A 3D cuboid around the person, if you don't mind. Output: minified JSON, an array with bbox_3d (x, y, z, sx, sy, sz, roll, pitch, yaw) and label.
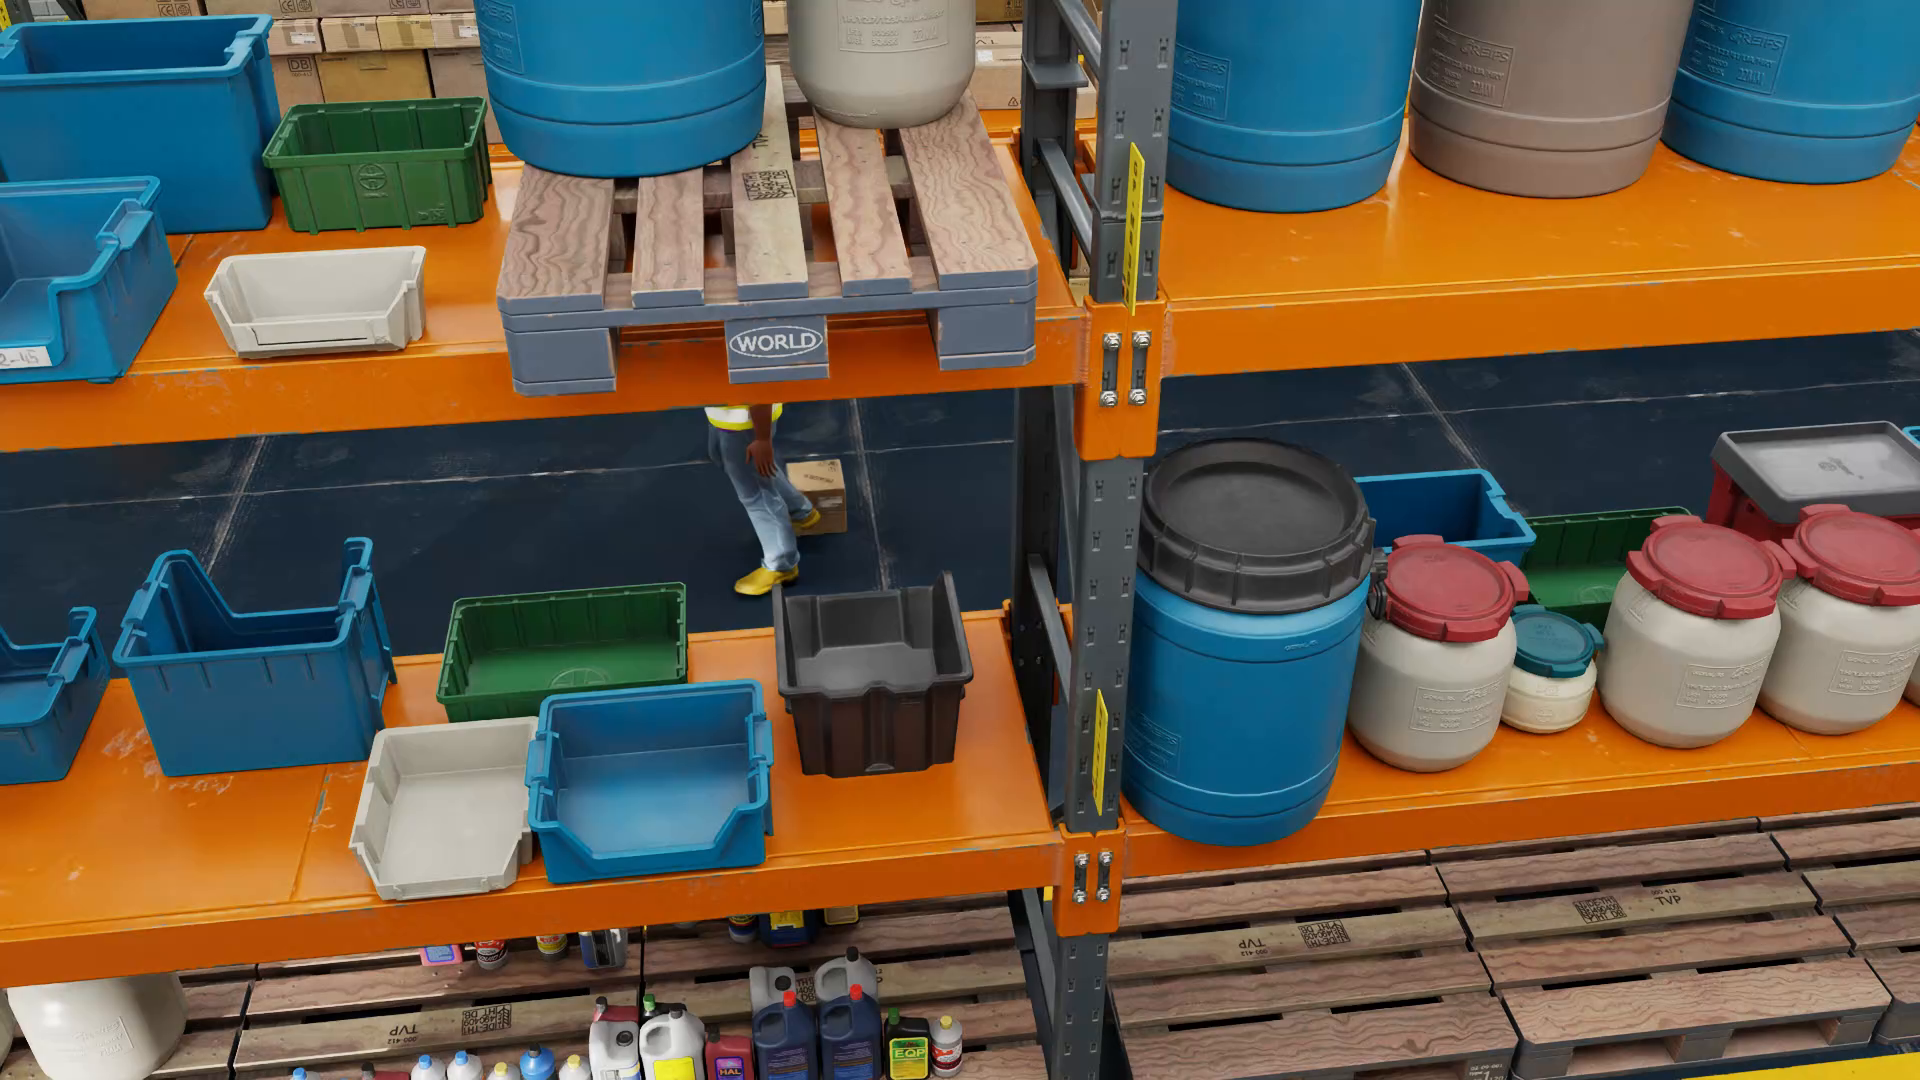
[{"bbox_3d":[-0.859,-0.594,6.957,0.523,1.757,0.717,-6,35,-9],"label":"person"}]
